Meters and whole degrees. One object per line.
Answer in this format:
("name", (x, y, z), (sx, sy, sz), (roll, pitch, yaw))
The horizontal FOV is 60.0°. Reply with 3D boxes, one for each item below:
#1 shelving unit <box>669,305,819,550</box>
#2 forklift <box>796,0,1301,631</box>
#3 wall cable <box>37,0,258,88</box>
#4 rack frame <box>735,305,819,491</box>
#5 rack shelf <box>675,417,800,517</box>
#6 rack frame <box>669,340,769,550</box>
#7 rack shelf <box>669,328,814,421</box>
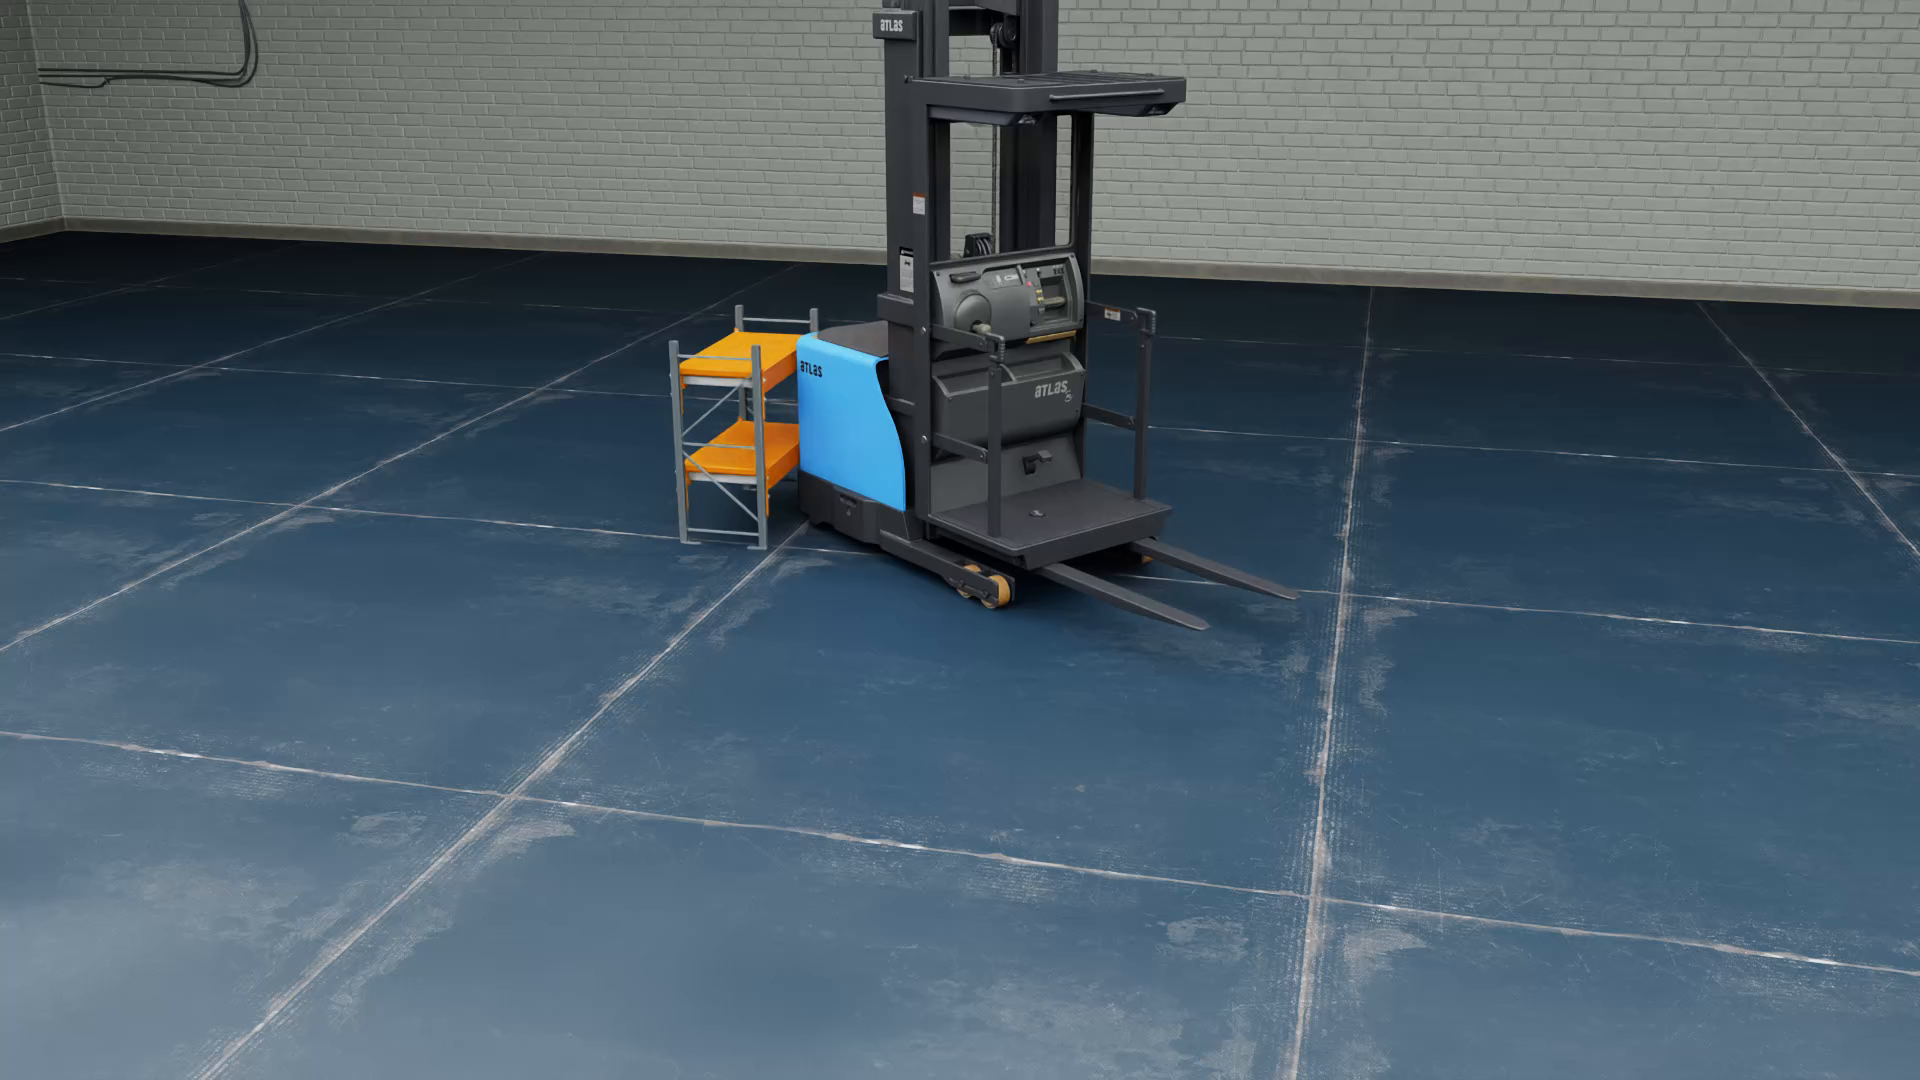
("shelving unit", (-1.179, -0.663, 9.387), (0.538, 1.125, 1.048), (4, 19, 12))
("forklift", (0.387, -1.229, 8.253), (1.130, 2.935, 3.031), (-14, 24, -36))
("wall cable", (-9.457, -6.426, 18.883), (3.097, 2.526, 0.112), (5, 19, 13))
("rack frame", (-1.068, -0.823, 9.857), (0.500, 1.125, 0.032), (4, 19, 12))
("rack shelf", (-1.179, -0.431, 9.466), (0.538, 0.278, 1.000), (4, 19, 12))
("rack frame", (-1.290, -0.502, 8.918), (0.500, 1.125, 0.032), (4, 19, 12))
("rack shelf", (-1.179, -0.940, 9.293), (0.538, 0.278, 1.000), (4, 19, 12))
